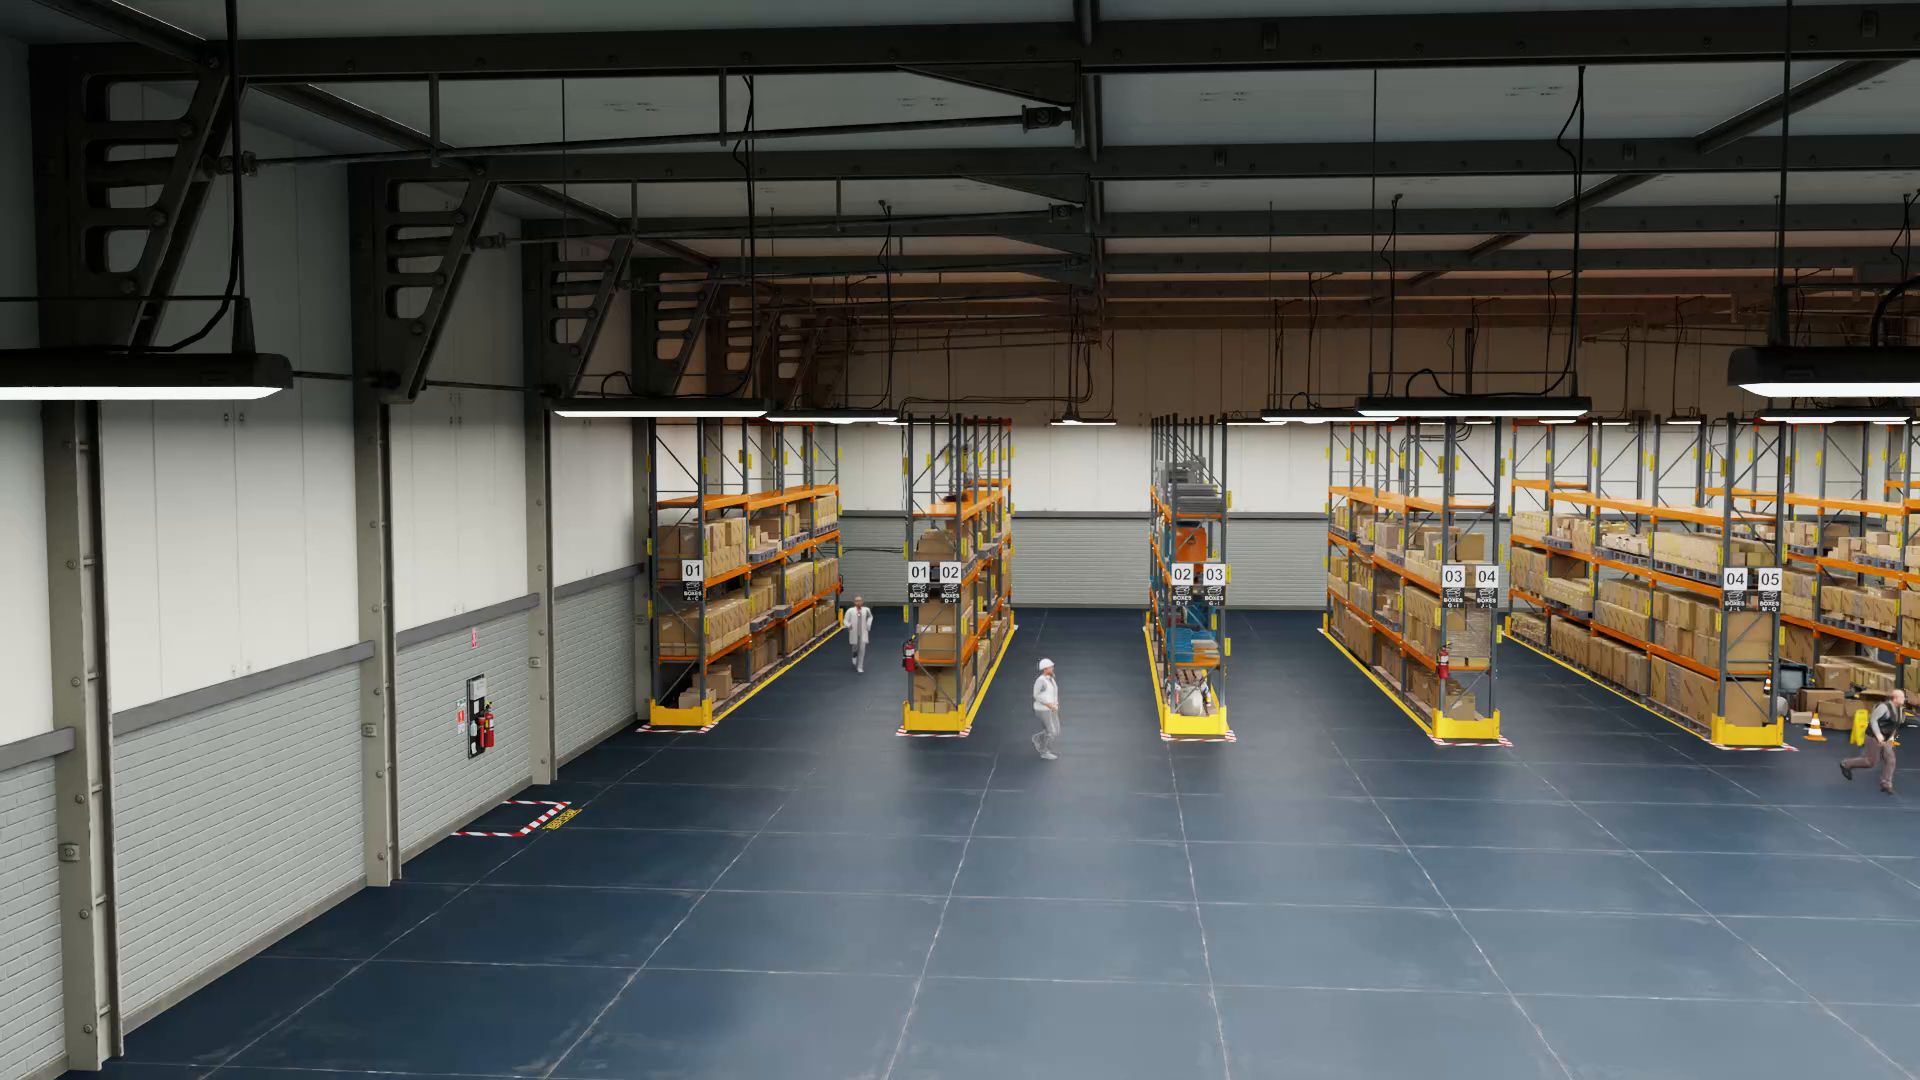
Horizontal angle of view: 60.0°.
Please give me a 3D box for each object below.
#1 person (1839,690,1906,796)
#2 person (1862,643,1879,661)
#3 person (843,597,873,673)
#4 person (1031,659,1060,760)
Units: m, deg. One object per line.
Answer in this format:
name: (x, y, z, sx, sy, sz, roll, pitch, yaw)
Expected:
person: (14.400, 3.153, 26.242, 0.671, 1.679, 0.941, -3, 5, -42)
person: (21.877, 2.223, 39.909, 0.543, 1.624, 0.636, 0, 4, 3)
person: (-2.387, 2.215, 39.195, 0.712, 1.764, 0.918, -1, 4, -9)
person: (1.445, 2.921, 28.766, 0.585, 1.737, 0.639, 2, 4, 29)
